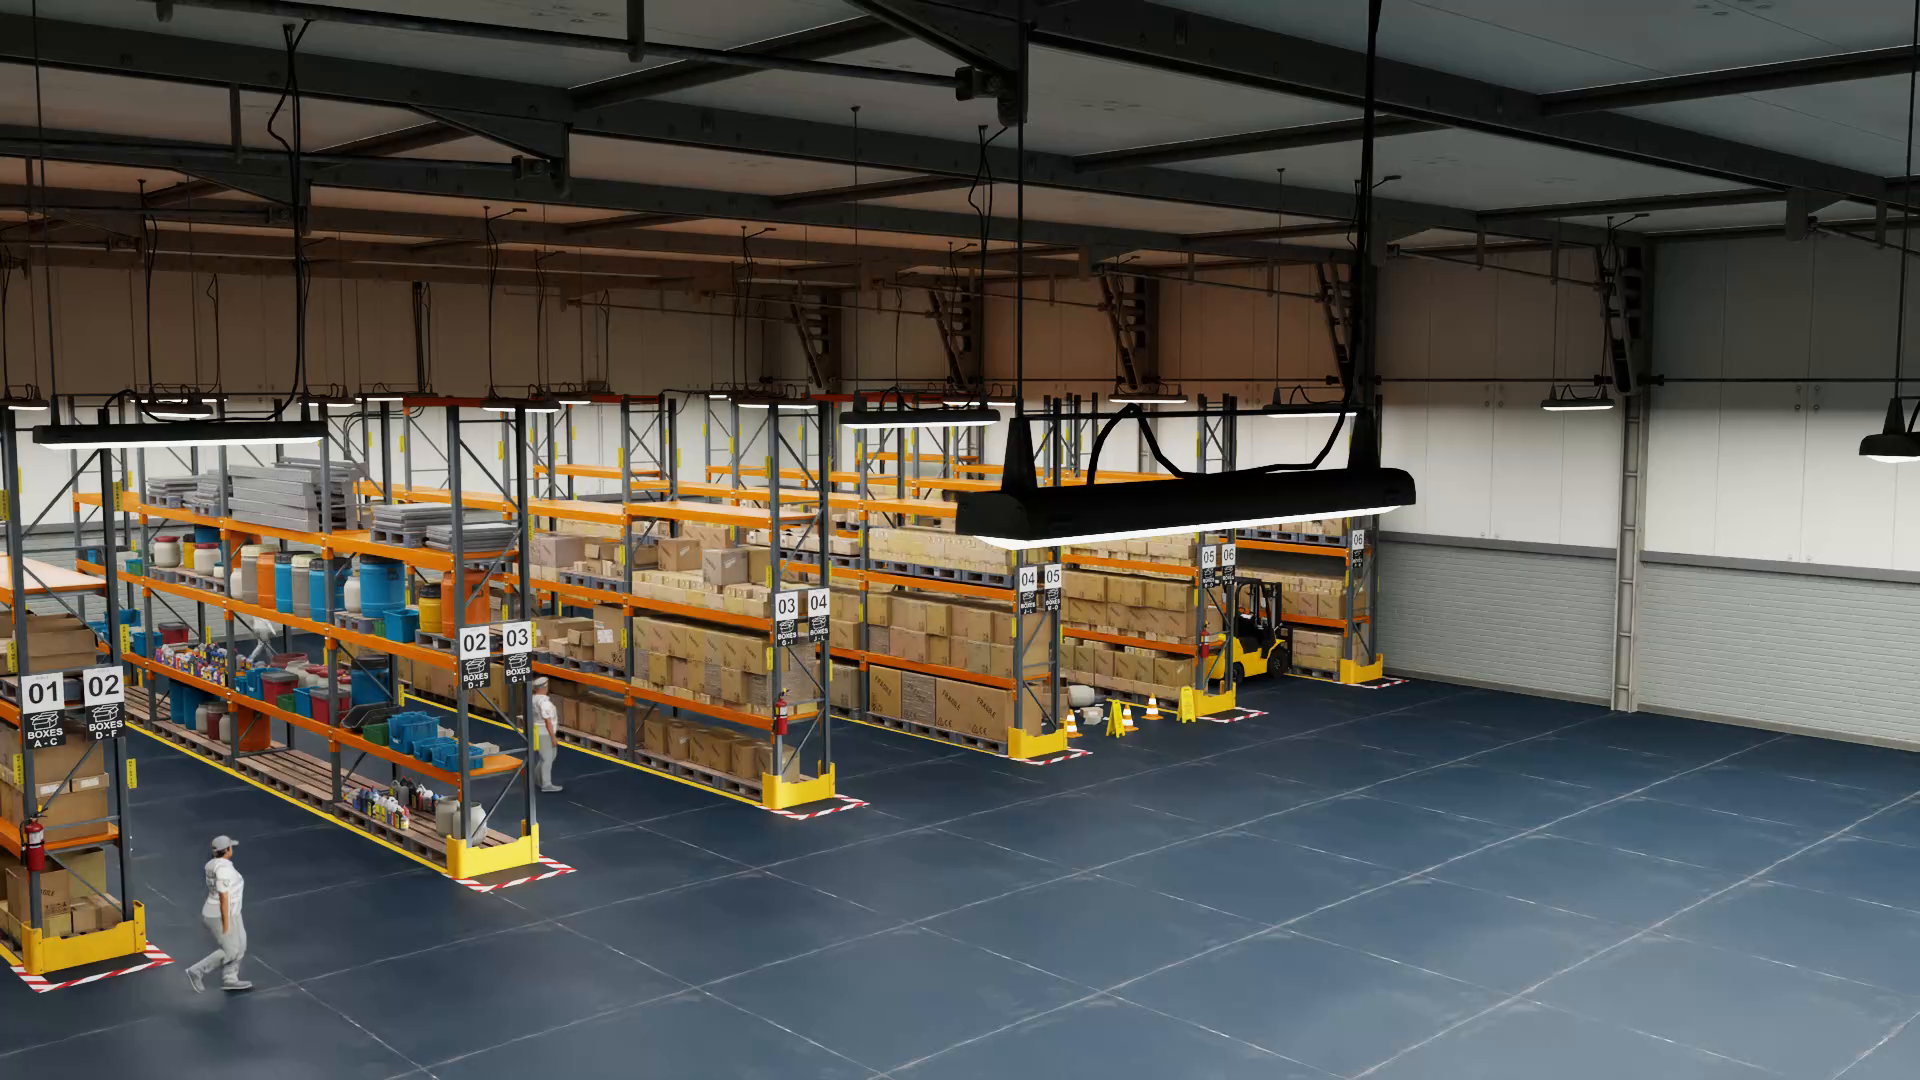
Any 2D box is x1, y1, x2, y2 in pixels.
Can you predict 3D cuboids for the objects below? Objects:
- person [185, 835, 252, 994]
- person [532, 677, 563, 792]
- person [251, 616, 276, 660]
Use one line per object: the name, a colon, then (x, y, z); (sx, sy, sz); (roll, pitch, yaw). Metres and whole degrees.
person: (-7.646, 3.859, 17.108); (0.589, 1.630, 0.510); (-1, 6, -13)
person: (-6.381, 2.993, 25.606); (0.457, 1.784, 0.587); (-2, 6, -21)
person: (-15.335, 1.949, 36.663); (0.556, 1.627, 0.972); (3, 6, 31)
